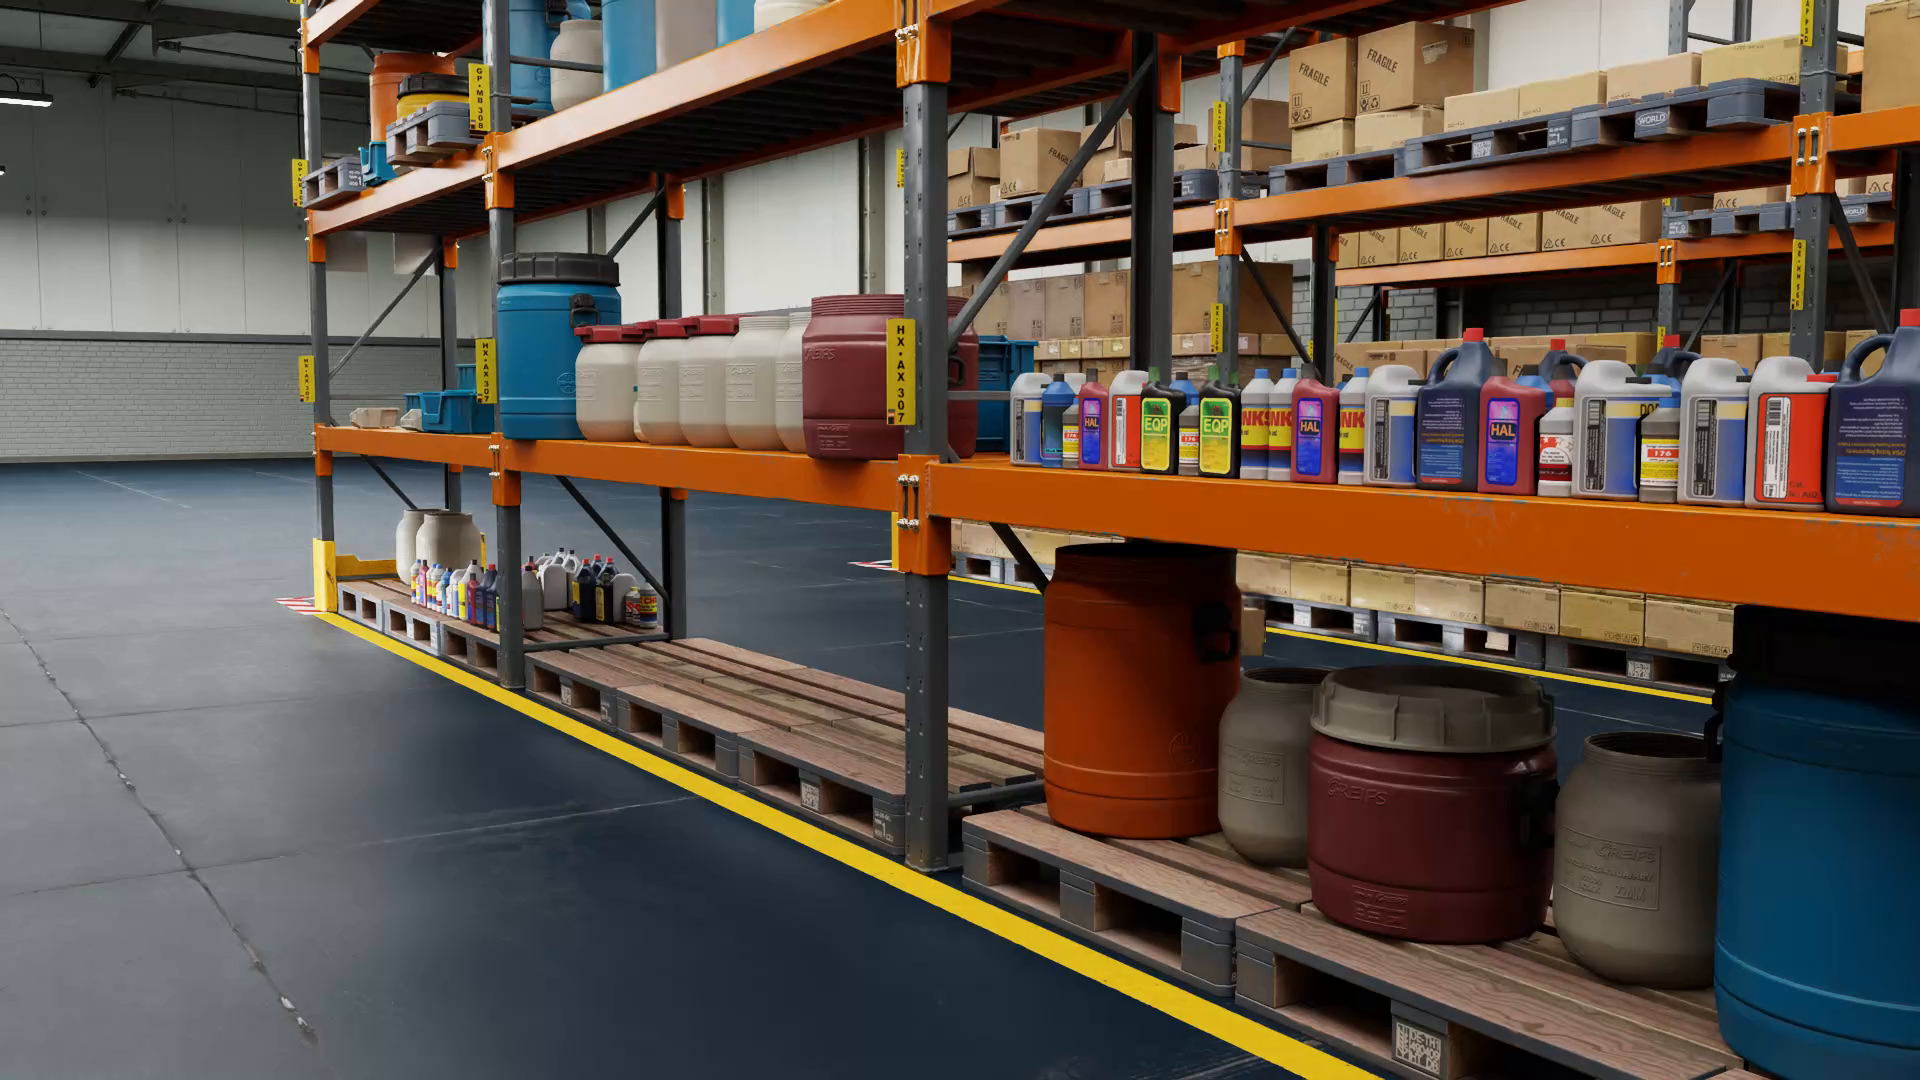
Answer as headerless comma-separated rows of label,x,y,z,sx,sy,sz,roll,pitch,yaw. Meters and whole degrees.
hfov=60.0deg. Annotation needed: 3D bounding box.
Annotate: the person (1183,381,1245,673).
person,1.303,-0.050,8.942,0.374,1.583,0.458,-3,6,-35
